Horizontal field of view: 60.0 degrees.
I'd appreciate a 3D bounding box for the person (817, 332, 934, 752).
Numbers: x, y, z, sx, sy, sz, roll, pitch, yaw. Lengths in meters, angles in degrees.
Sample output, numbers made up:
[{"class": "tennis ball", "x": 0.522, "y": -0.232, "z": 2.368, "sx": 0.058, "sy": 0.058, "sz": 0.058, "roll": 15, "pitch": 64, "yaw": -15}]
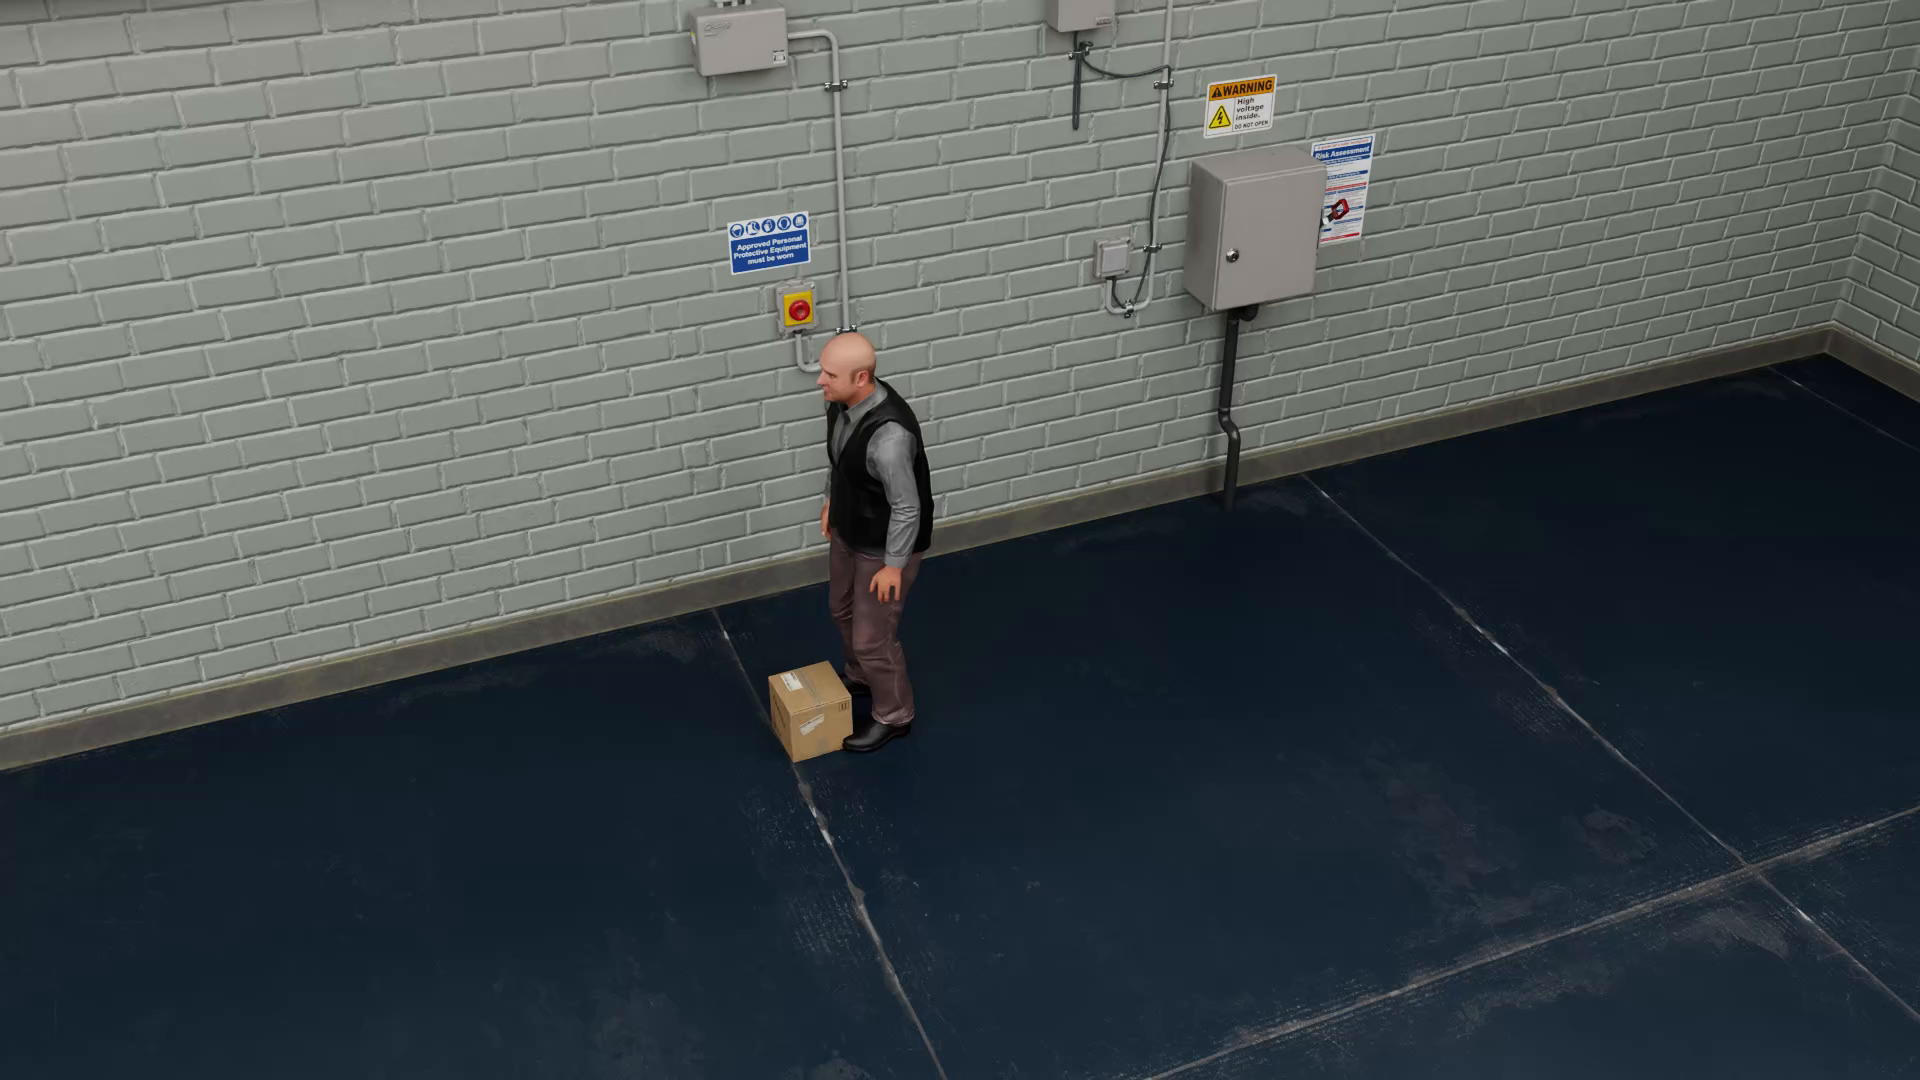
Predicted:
[{"class": "person", "x": -0.322, "y": -0.008, "z": 6.173, "sx": 0.417, "sy": 1.721, "sz": 0.594, "roll": -15, "pitch": 36, "yaw": -21}]
